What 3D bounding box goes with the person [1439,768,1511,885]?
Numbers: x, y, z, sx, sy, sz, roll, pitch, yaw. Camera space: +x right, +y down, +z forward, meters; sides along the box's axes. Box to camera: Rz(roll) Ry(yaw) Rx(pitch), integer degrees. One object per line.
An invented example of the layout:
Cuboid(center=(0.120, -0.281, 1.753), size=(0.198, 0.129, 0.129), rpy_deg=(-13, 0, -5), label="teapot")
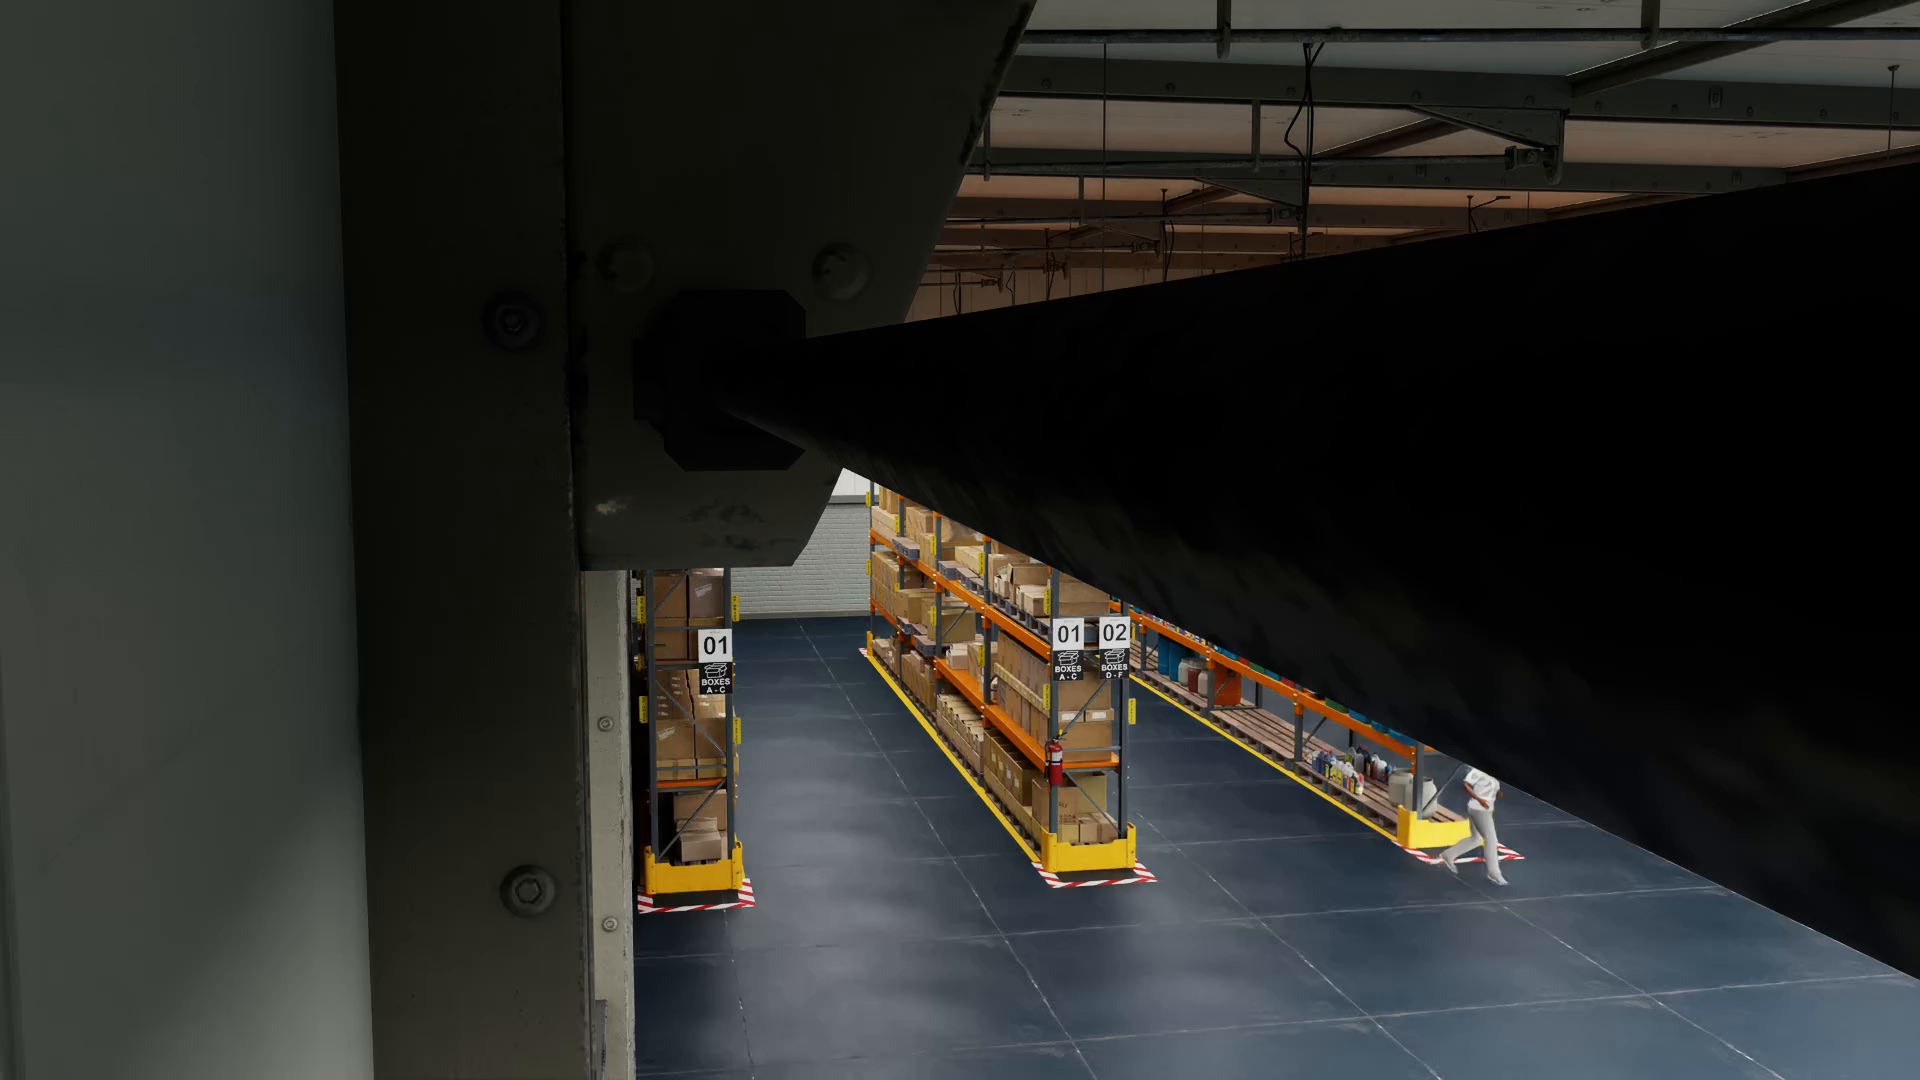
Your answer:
Cuboid(center=(6.438, 3.364, 20.641), size=(0.874, 1.714, 0.604), rpy_deg=(3, 7, 27), label="person")
